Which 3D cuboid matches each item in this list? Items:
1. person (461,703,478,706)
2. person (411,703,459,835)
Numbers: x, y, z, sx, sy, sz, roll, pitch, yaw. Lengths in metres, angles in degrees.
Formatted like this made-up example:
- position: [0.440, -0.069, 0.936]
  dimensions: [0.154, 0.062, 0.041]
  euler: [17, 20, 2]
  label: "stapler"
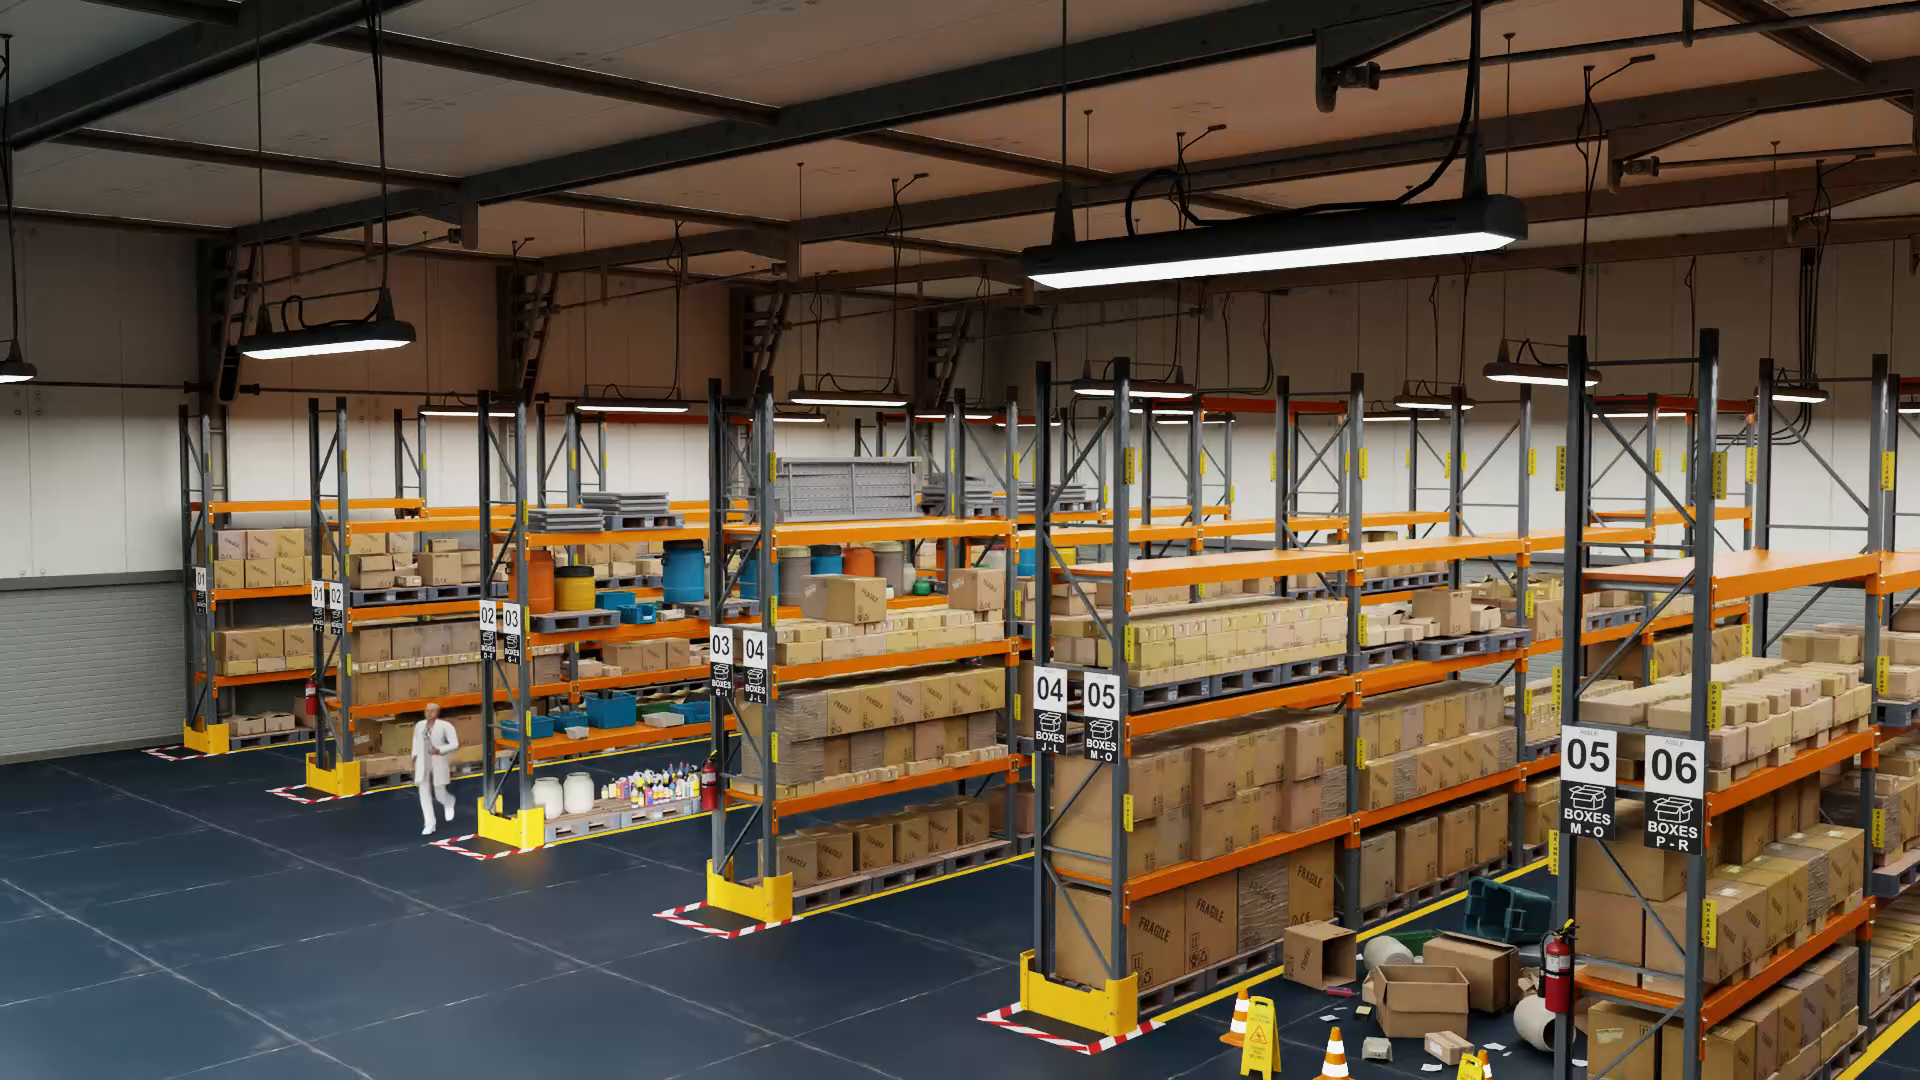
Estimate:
- position: [-8.711, 2.838, 29.442]
  dimensions: [0.548, 1.561, 0.505]
  euler: [1, 3, 25]
  label: "person"
- position: [-7.175, 3.085, 22.697]
  dimensions: [0.711, 1.750, 0.884]
  euler: [0, 3, 5]
  label: "person"
